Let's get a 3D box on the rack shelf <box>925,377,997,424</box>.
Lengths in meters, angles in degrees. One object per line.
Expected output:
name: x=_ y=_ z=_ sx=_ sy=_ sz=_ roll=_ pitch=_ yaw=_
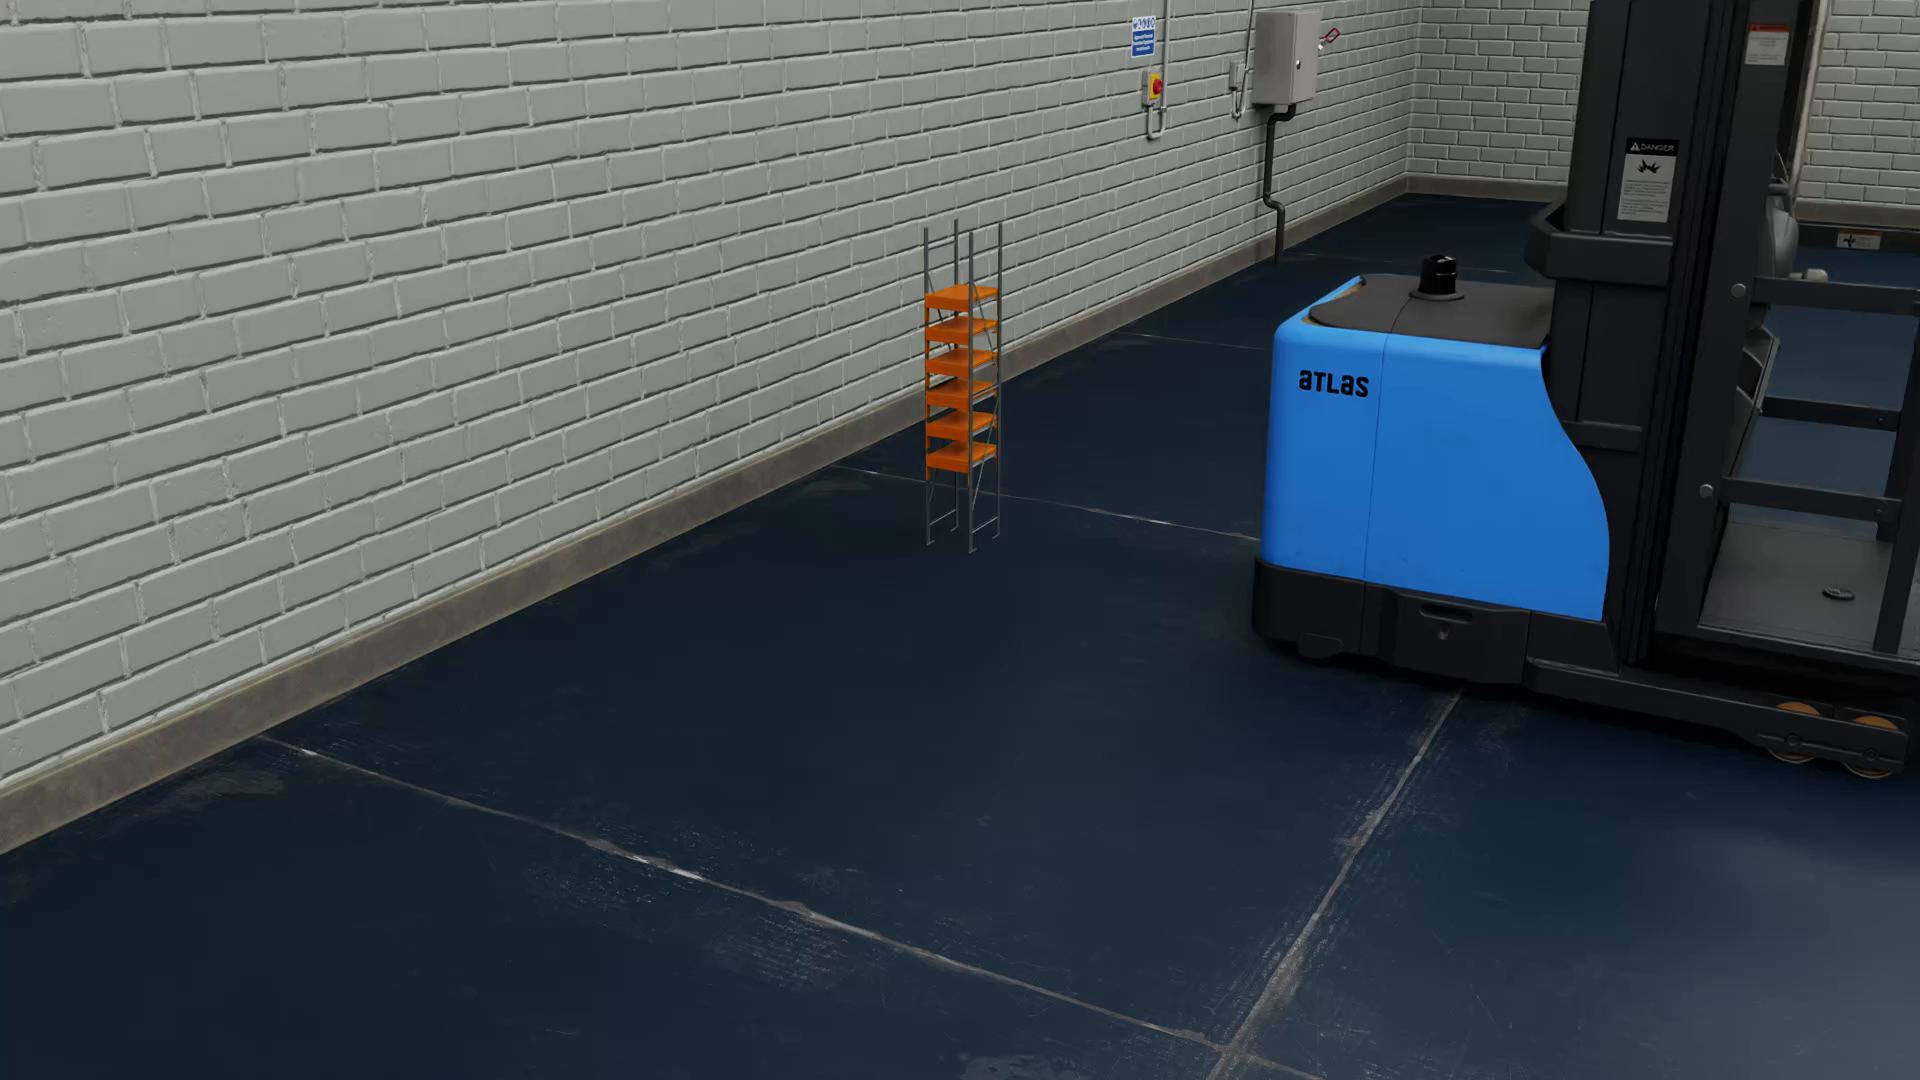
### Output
rack shelf: x=0.013 y=-0.520 z=6.169 sx=0.180 sy=0.103 sz=0.258 roll=11 pitch=23 yaw=27

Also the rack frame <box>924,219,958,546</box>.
rack frame: x=-0.067 y=-0.577 z=6.196 sx=0.006 sy=1.200 sz=0.240 roll=11 pitch=23 yaw=27

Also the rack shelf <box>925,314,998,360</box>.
rack shelf: x=0.013 y=-0.745 z=6.087 sx=0.180 sy=0.103 sz=0.258 roll=11 pitch=23 yaw=27

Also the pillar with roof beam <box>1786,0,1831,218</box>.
pillar with roof beam: x=4.464 y=-5.557 z=8.487 sx=0.400 sy=9.000 sz=9.100 roll=11 pitch=23 yaw=27

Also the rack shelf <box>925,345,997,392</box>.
rack shelf: x=0.013 y=-0.633 z=6.128 sx=0.180 sy=0.103 sz=0.258 roll=11 pitch=23 yaw=27

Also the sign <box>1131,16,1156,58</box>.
sign: x=1.049 y=-2.877 z=9.500 sx=0.001 sy=0.218 sz=0.327 roll=11 pitch=23 yaw=27

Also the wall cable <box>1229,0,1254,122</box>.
wall cable: x=1.807 y=-3.655 z=10.554 sx=0.122 sy=1.984 sz=0.588 roll=11 pitch=23 yaw=27

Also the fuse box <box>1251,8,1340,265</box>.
fuse box: x=2.278 y=-2.749 z=11.434 sx=0.414 sy=1.711 sz=0.539 roll=11 pitch=23 yaw=27

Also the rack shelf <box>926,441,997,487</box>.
rack shelf: x=0.013 y=-0.294 z=6.251 sx=0.180 sy=0.103 sz=0.258 roll=11 pitch=23 yaw=27

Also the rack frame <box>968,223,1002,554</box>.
rack frame: x=0.093 y=-0.546 z=6.112 sx=0.006 sy=1.200 sz=0.240 roll=11 pitch=23 yaw=27

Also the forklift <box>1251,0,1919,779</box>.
forklift: x=2.489 y=-0.931 z=4.632 sx=3.031 sy=2.935 sz=1.130 roll=10 pitch=22 yaw=26

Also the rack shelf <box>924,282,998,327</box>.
rack shelf: x=0.013 y=-0.858 z=6.046 sx=0.180 sy=0.103 sz=0.258 roll=11 pitch=23 yaw=27

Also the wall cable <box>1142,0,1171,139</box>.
wall cable: x=1.126 y=-3.246 z=9.379 sx=0.123 sy=1.953 sz=0.585 roll=11 pitch=23 yaw=27

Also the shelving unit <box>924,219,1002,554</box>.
shelving unit: x=0.013 y=-0.562 z=6.154 sx=0.189 sy=1.200 sz=0.258 roll=11 pitch=23 yaw=27

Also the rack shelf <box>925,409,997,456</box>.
rack shelf: x=0.013 y=-0.407 z=6.210 sx=0.180 sy=0.103 sz=0.258 roll=11 pitch=23 yaw=27
